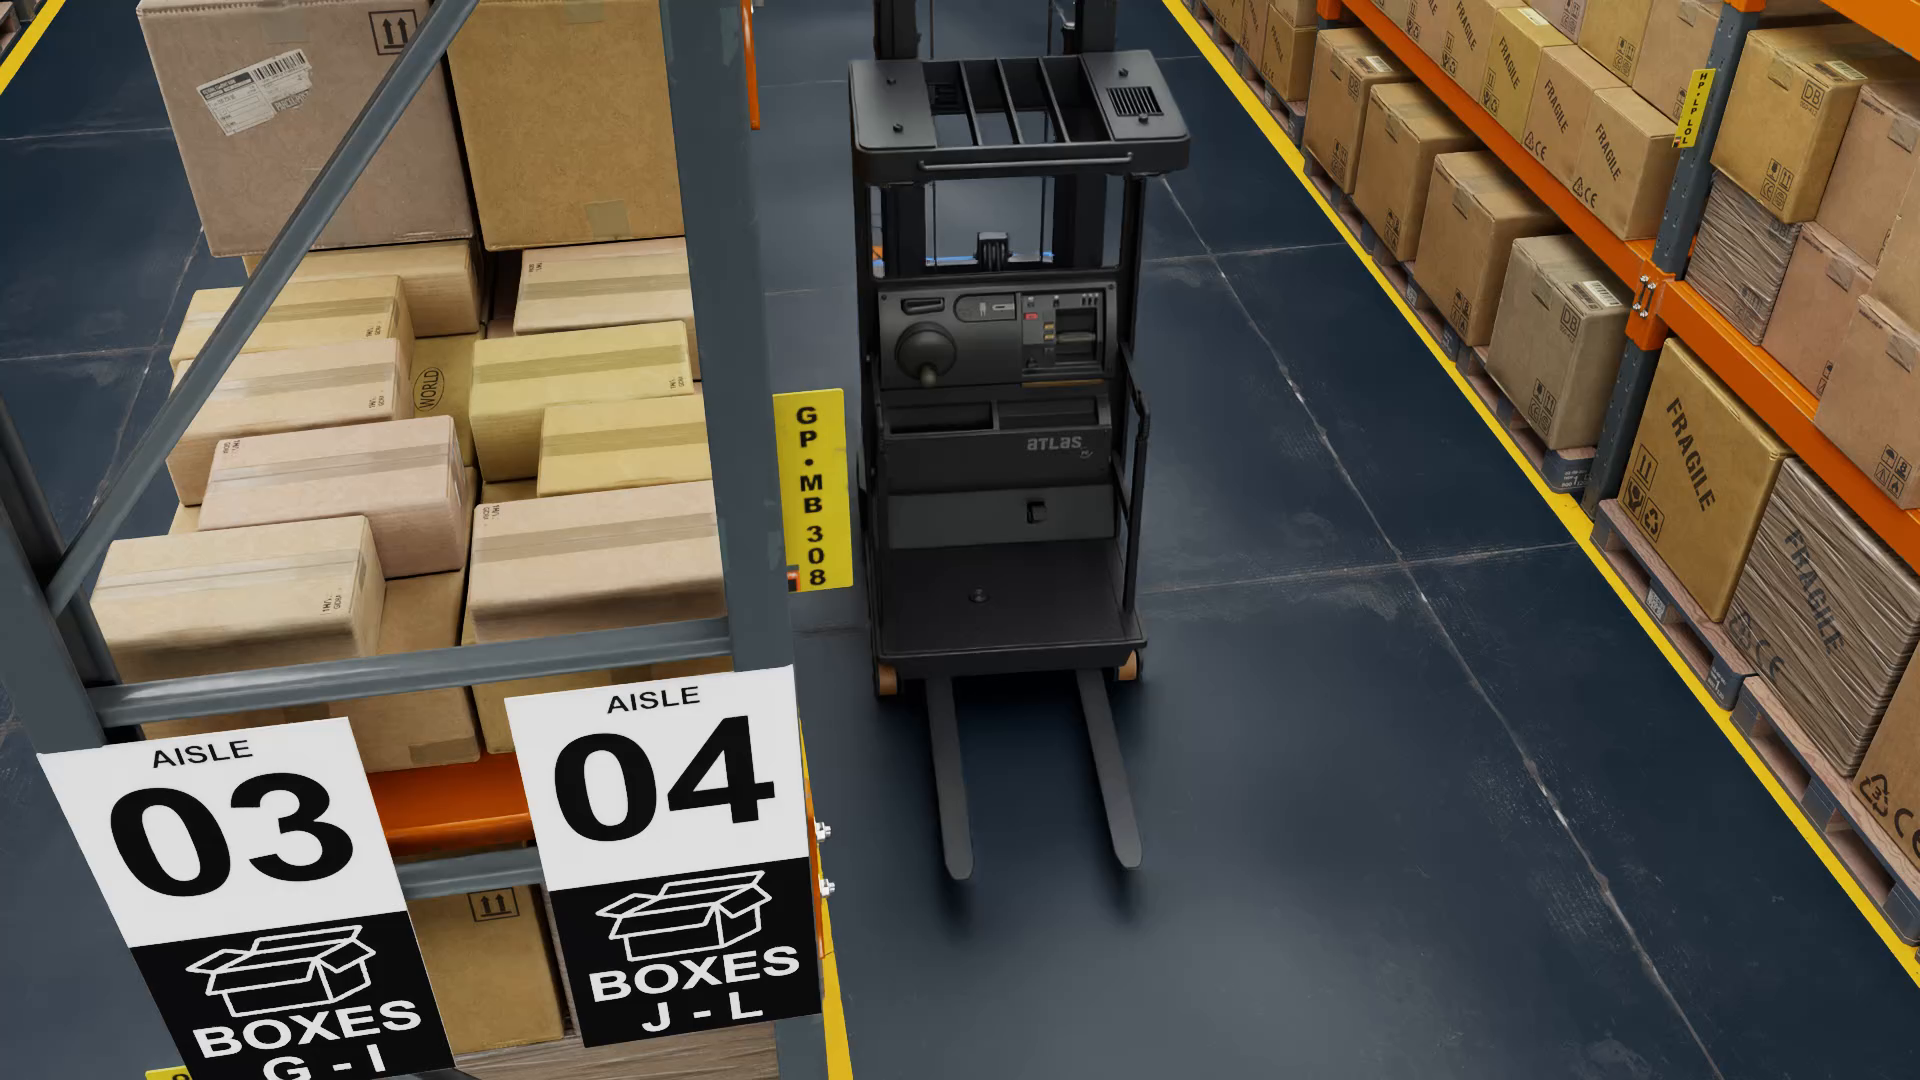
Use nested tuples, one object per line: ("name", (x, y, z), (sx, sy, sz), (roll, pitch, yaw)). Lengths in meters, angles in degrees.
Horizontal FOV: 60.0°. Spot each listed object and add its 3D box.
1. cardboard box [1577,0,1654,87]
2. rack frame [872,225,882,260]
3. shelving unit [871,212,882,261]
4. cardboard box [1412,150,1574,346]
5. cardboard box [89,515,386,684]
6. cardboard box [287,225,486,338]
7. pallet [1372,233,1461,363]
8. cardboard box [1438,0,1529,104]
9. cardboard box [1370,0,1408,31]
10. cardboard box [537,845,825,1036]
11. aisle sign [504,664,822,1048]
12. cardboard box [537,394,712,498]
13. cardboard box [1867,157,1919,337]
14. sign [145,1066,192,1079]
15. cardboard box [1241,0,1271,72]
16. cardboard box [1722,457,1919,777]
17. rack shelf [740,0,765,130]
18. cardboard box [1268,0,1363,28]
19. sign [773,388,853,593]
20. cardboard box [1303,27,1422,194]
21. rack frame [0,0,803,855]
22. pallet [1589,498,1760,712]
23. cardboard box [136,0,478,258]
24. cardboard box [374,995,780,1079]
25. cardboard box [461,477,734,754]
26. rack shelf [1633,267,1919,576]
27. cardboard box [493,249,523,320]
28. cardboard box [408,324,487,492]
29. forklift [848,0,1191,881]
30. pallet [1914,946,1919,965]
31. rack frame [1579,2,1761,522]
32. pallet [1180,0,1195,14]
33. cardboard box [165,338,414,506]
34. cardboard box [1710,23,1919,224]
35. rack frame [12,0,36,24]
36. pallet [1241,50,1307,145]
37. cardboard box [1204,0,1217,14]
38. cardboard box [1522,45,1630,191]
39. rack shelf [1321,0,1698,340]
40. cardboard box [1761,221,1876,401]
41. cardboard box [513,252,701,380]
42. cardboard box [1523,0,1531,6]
("cardboard box", (3.281, -2.404, 7.503), (0.700, 0.500, 0.500), (-7, 38, -9))
("rack frame", (-0.309, -1.029, 8.061), (0.240, 1.200, 0.006), (-6, 30, -8))
("shelving unit", (-0.325, -1.073, 8.140), (0.258, 1.200, 0.189), (-6, 30, -8))
("cardboard box", (3.104, -1.586, 8.838), (1.050, 0.750, 0.750), (-6, 38, -8))
("cardboard box", (-1.089, 0.111, 2.514), (0.380, 0.149, 0.250), (-6, 38, -8))
("cardboard box", (-1.163, -0.524, 3.332), (0.380, 0.149, 0.250), (-6, 38, -7))
("pallet", (3.040, -1.456, 9.452), (1.003, 0.211, 1.213), (-6, 38, -8))
("cardboard box", (2.843, -2.603, 8.574), (0.500, 0.500, 0.500), (-7, 38, -8))
("cardboard box", (2.670, -3.209, 9.354), (0.500, 0.500, 0.500), (-7, 38, -8))
("cardboard box", (-0.561, 0.615, 3.375), (0.500, 0.500, 0.500), (-6, 38, -8))
("aisle sign", (-0.427, 0.507, 2.534), (0.394, 0.787, 0.004), (-6, 38, -8))
("cardboard box", (-0.504, -0.113, 2.803), (0.380, 0.149, 0.250), (-5, 38, -7))
("cardboard box", (3.667, -0.959, 5.537), (0.875, 0.550, 0.550), (-6, 38, -8))
("sign", (-1.283, 0.994, 2.825), (0.100, 0.325, 0.005), (-6, 38, -8))
("cardboard box", (2.305, -3.638, 11.684), (0.500, 0.500, 0.500), (-5, 38, -6))
("cardboard box", (3.669, 0.244, 6.380), (0.875, 0.875, 0.875), (-6, 38, -8))
("rack shelf", (-1.084, -1.764, 3.274), (1.077, 0.370, 4.000), (-6, 38, -8))
("cardboard box", (2.387, -3.636, 11.069), (0.500, 0.250, 0.500), (-7, 38, -9))
("sign", (-0.199, -0.060, 2.225), (0.100, 0.325, 0.005), (-6, 38, -8))
("cardboard box", (2.783, -2.676, 10.241), (1.050, 0.750, 0.750), (-7, 38, -9))
("rack frame", (-0.733, -0.841, 1.498), (1.000, 3.000, 0.127), (-6, 38, -8))
("pallet", (3.523, 0.209, 7.310), (1.003, 0.211, 1.213), (-6, 38, -8))
("cardboard box", (-1.254, -0.920, 3.313), (0.500, 0.500, 0.500), (-6, 38, -8))
("cardboard box", (-0.803, 1.036, 3.648), (0.875, 0.500, 0.500), (-6, 38, -8))
("cardboard box", (-0.563, 0.084, 2.874), (0.500, 0.250, 0.500), (-5, 38, -7))
("rack shelf", (3.817, 0.132, 5.722), (1.077, 0.370, 4.000), (-6, 38, -8))
("cardboard box", (-0.743, -0.527, 3.660), (0.500, 0.250, 0.500), (-6, 38, -8))
("cardboard box", (-1.158, -0.162, 3.191), (0.500, 0.250, 0.500), (-6, 38, -8))
("forklift", (0.171, -0.730, 6.300), (1.130, 2.935, 3.031), (-3, 38, -4))
("pallet", (3.950, 1.682, 5.413), (1.003, 0.211, 1.213), (-6, 38, -8))
("rack frame", (3.466, -1.360, 7.056), (1.000, 3.000, 0.127), (-6, 38, -8))
("pallet", (2.202, -4.621, 13.526), (1.003, 0.211, 1.213), (-6, 38, -8))
("cardboard box", (-1.175, -0.212, 2.930), (0.380, 0.149, 0.250), (-8, 39, -10))
("cardboard box", (3.497, -1.619, 6.387), (0.875, 0.550, 0.550), (-6, 38, -8))
("rack frame", (-7.713, -5.187, 11.982), (1.000, 3.000, 0.127), (-6, 38, -8))
("pallet", (2.629, -3.147, 11.629), (1.003, 0.211, 1.213), (-6, 38, -8))
("cardboard box", (2.132, -4.262, 12.486), (0.500, 0.500, 0.500), (-6, 38, -7))
("cardboard box", (3.023, -1.991, 7.787), (0.500, 0.500, 0.500), (-7, 38, -8))
("rack shelf", (3.116, -2.284, 8.832), (1.077, 0.370, 4.000), (-6, 38, -8))
("cardboard box", (3.661, -0.868, 6.300), (0.875, 0.550, 0.550), (-6, 38, -8))
("cardboard box", (-0.647, -0.424, 3.204), (0.380, 0.149, 0.250), (-5, 38, -6))
("cardboard box", (3.106, -3.015, 8.289), (0.700, 0.500, 0.500), (-7, 38, -8))
